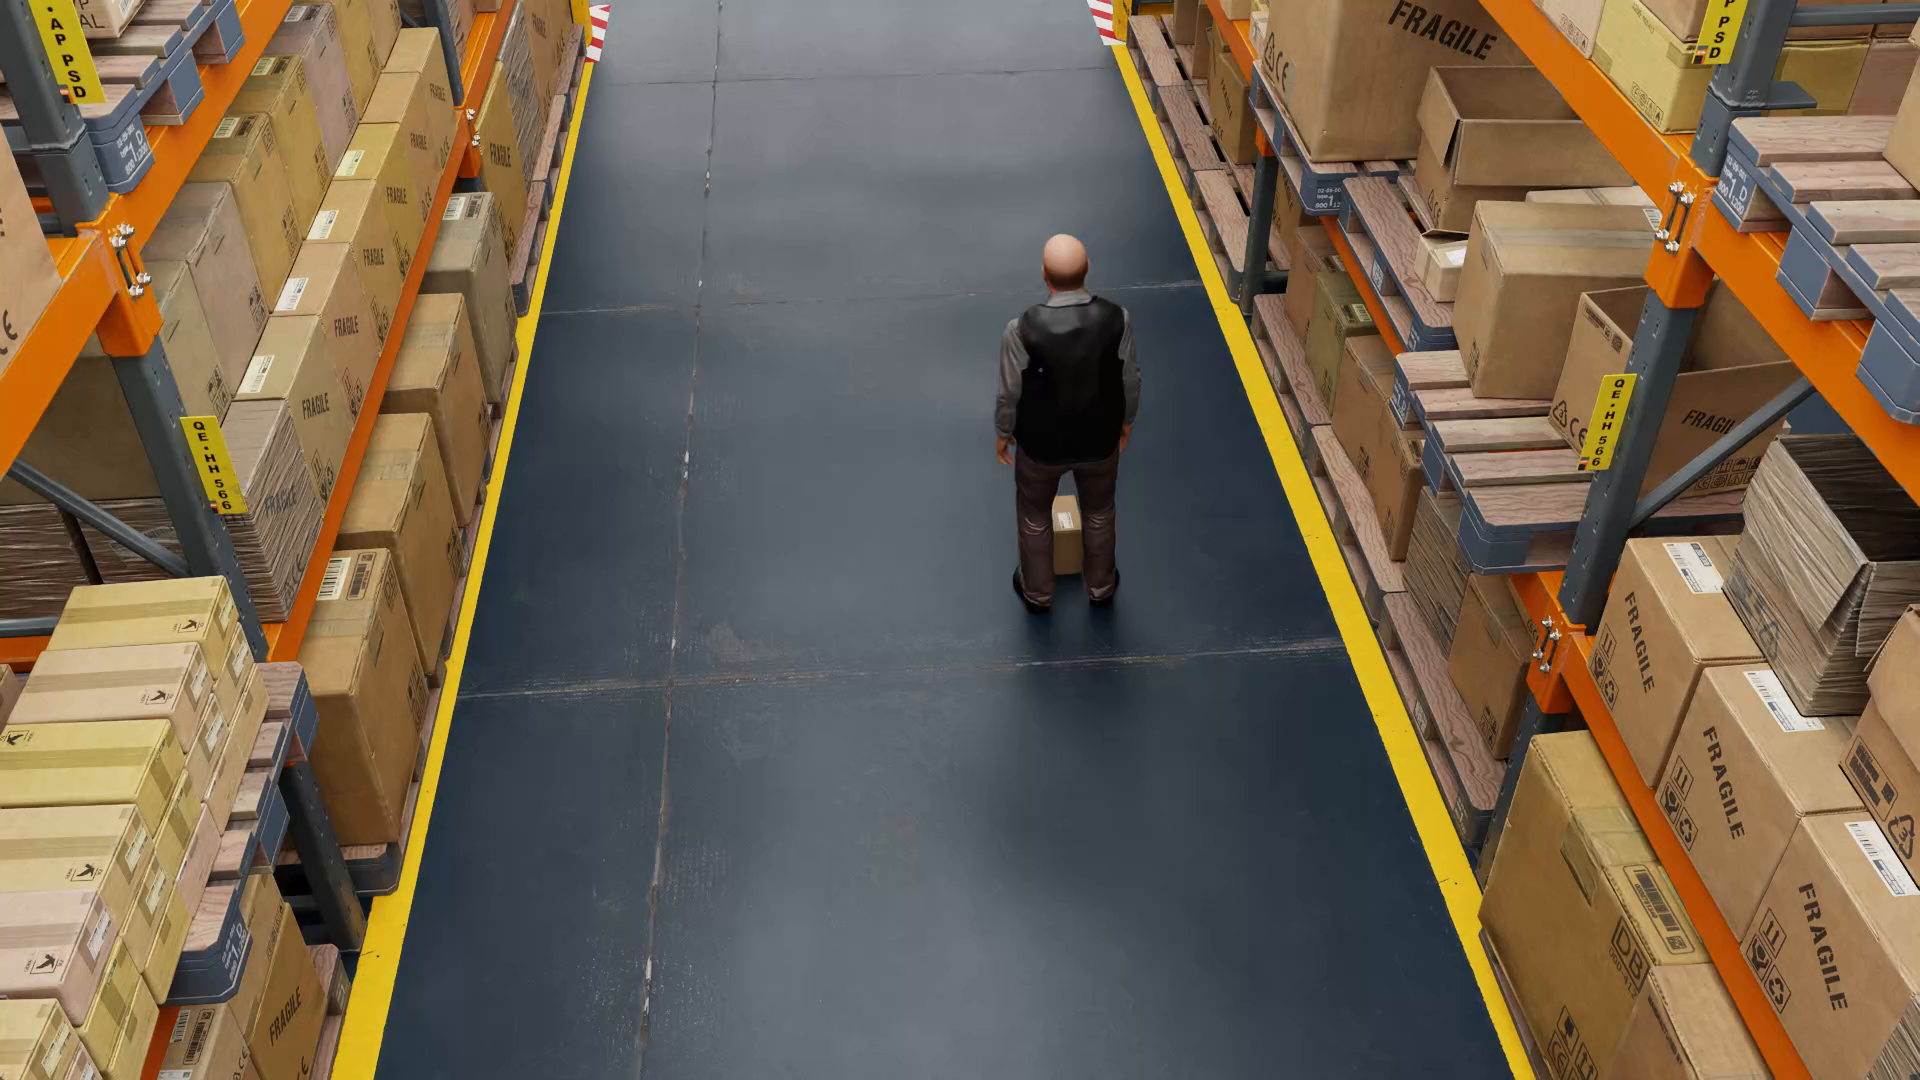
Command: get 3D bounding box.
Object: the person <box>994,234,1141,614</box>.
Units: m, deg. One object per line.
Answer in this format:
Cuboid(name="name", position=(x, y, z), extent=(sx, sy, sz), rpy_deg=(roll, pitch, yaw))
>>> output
Cuboid(name="person", position=(0.428, -0.412, 6.686), extent=(0.589, 1.720, 0.422), rpy_deg=(-5, 39, -7))
